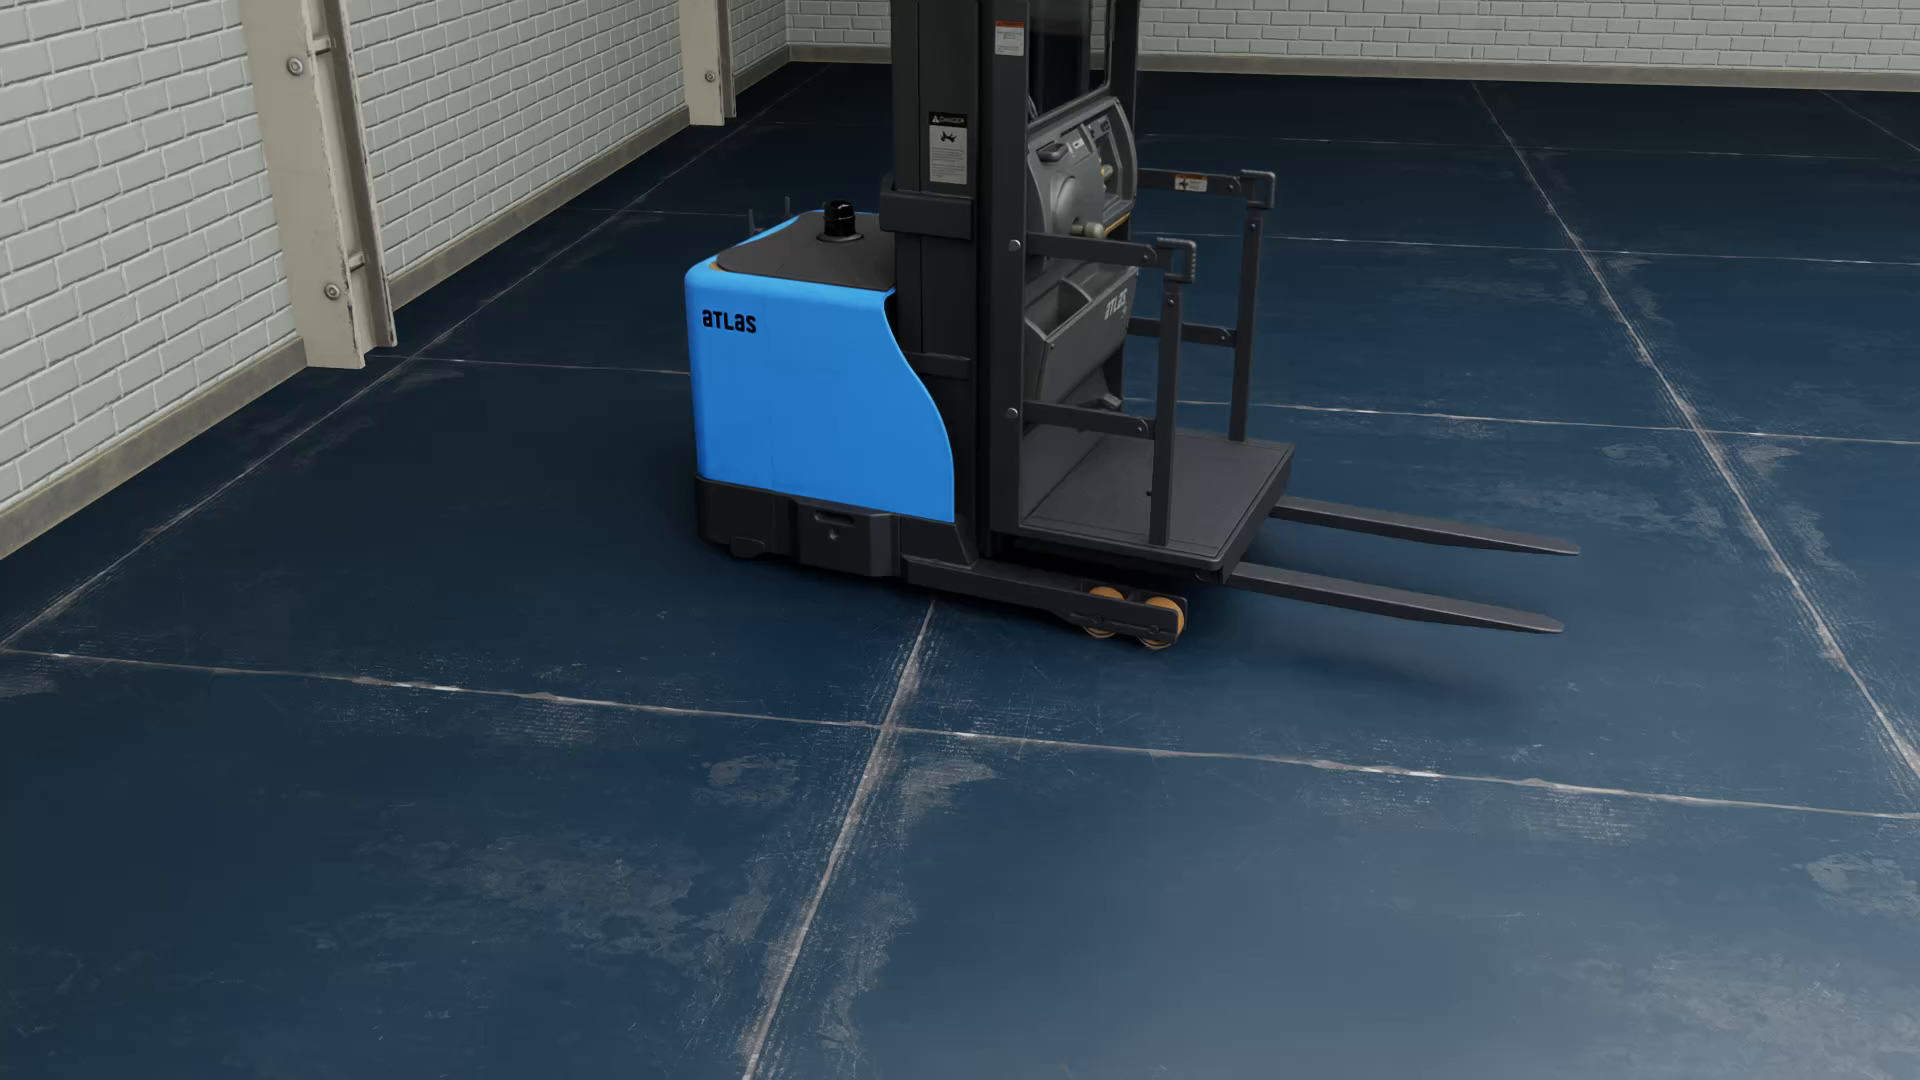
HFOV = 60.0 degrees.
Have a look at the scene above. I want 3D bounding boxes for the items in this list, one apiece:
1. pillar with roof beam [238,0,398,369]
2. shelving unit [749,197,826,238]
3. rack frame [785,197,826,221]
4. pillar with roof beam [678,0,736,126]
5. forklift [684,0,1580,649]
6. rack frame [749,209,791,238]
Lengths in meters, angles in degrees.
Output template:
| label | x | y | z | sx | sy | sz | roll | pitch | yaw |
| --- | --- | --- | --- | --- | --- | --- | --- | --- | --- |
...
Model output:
| label | x | y | z | sx | sy | sz | roll | pitch | yaw |
| --- | --- | --- | --- | --- | --- | --- | --- | --- | --- |
| pillar with roof beam | 1.238 | -4.694 | 5.663 | 9.100 | 9.000 | 0.400 | 4 | 25 | 9 |
| shelving unit | -0.684 | -0.851 | 6.829 | 0.215 | 1.050 | 0.252 | 14 | 28 | 27 |
| rack frame | -0.622 | -0.895 | 6.924 | 0.200 | 1.050 | 0.008 | 14 | 28 | 27 |
| pillar with roof beam | 2.219 | -7.203 | 11.024 | 9.100 | 9.000 | 0.400 | 4 | 25 | 9 |
| forklift | 0.594 | -1.225 | 5.410 | 3.031 | 2.935 | 1.130 | 10 | 27 | 21 |
| rack frame | -0.745 | -0.806 | 6.733 | 0.200 | 1.050 | 0.008 | 14 | 28 | 27 |
